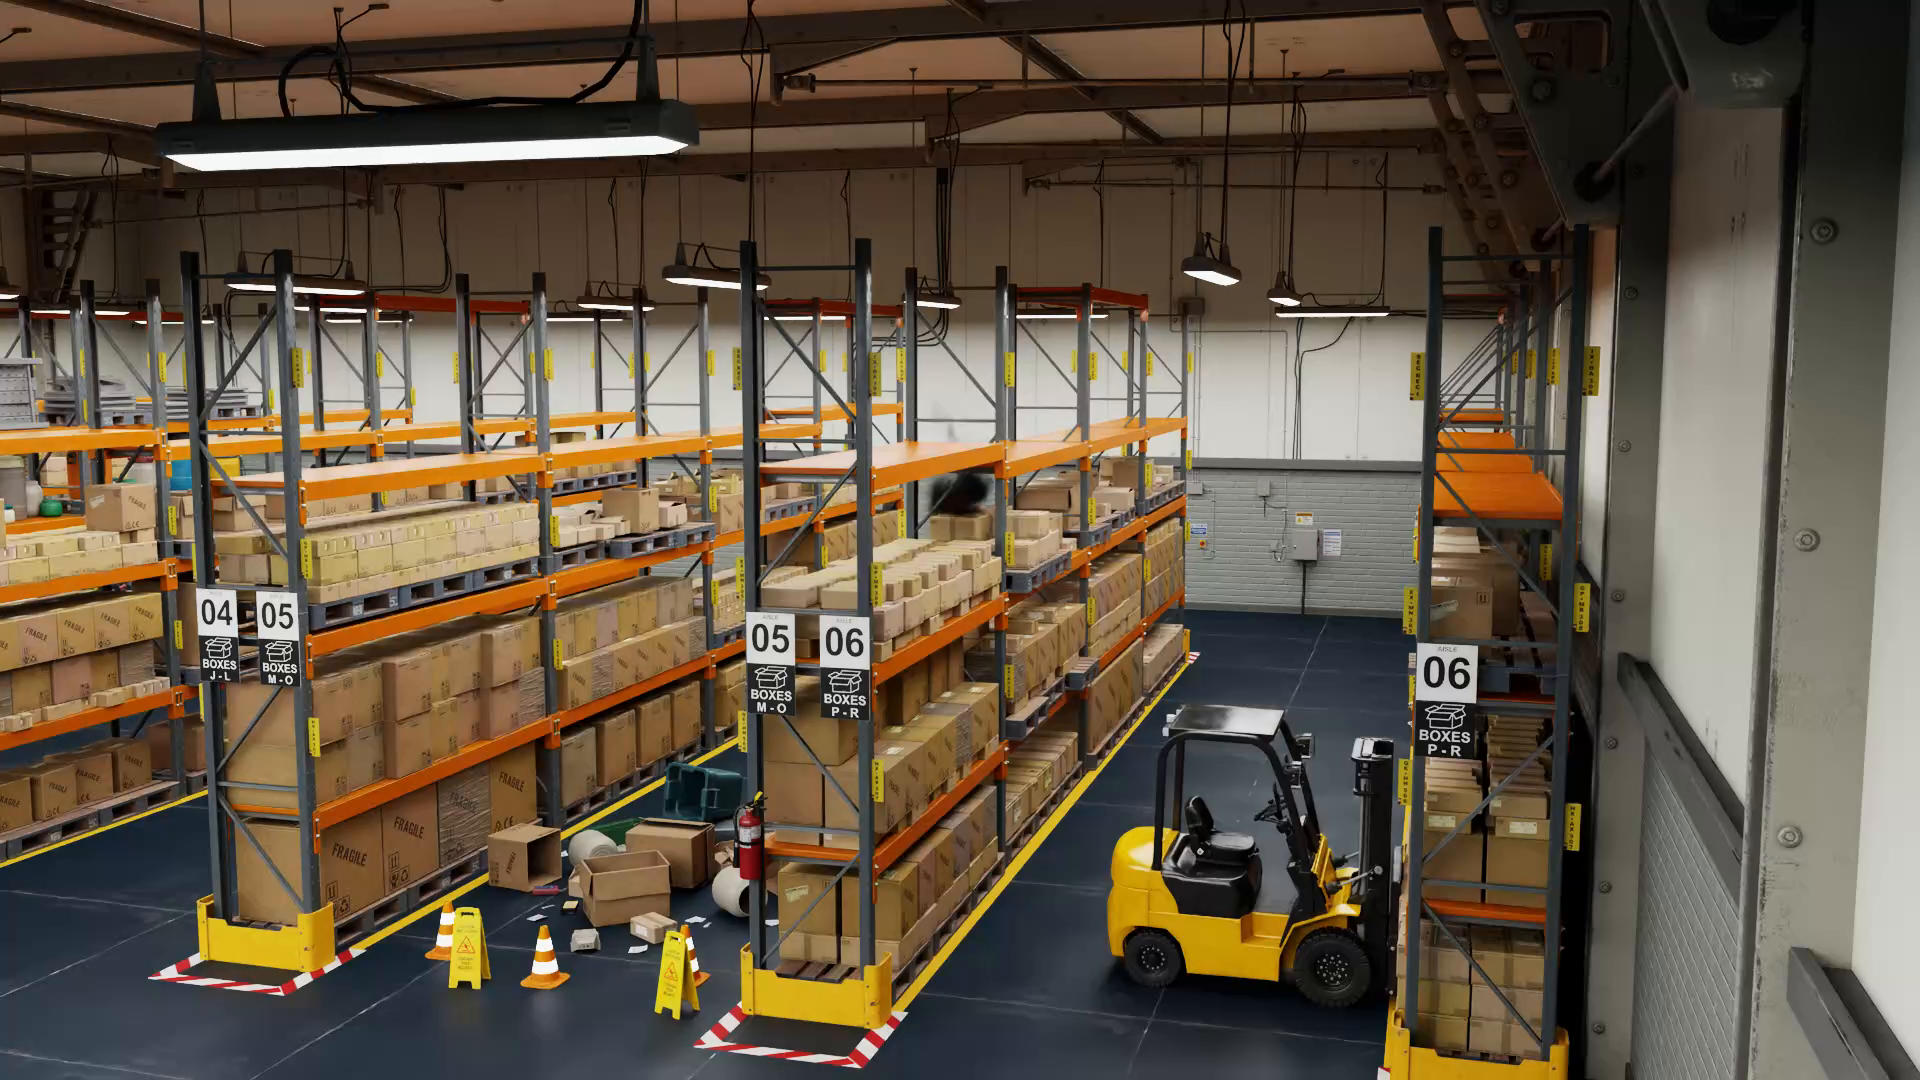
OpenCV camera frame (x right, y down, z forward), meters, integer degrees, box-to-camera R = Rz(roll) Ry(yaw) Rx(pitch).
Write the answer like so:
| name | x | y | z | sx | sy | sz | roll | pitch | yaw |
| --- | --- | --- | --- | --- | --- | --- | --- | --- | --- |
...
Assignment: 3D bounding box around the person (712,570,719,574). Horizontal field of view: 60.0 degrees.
| name | x | y | z | sx | sy | sz | roll | pitch | yaw |
| --- | --- | --- | --- | --- | --- | --- | --- | --- | --- |
| person | -3.935 | 1.297 | 27.136 | 0.575 | 1.631 | 0.831 | 3 | 7 | 22 |
